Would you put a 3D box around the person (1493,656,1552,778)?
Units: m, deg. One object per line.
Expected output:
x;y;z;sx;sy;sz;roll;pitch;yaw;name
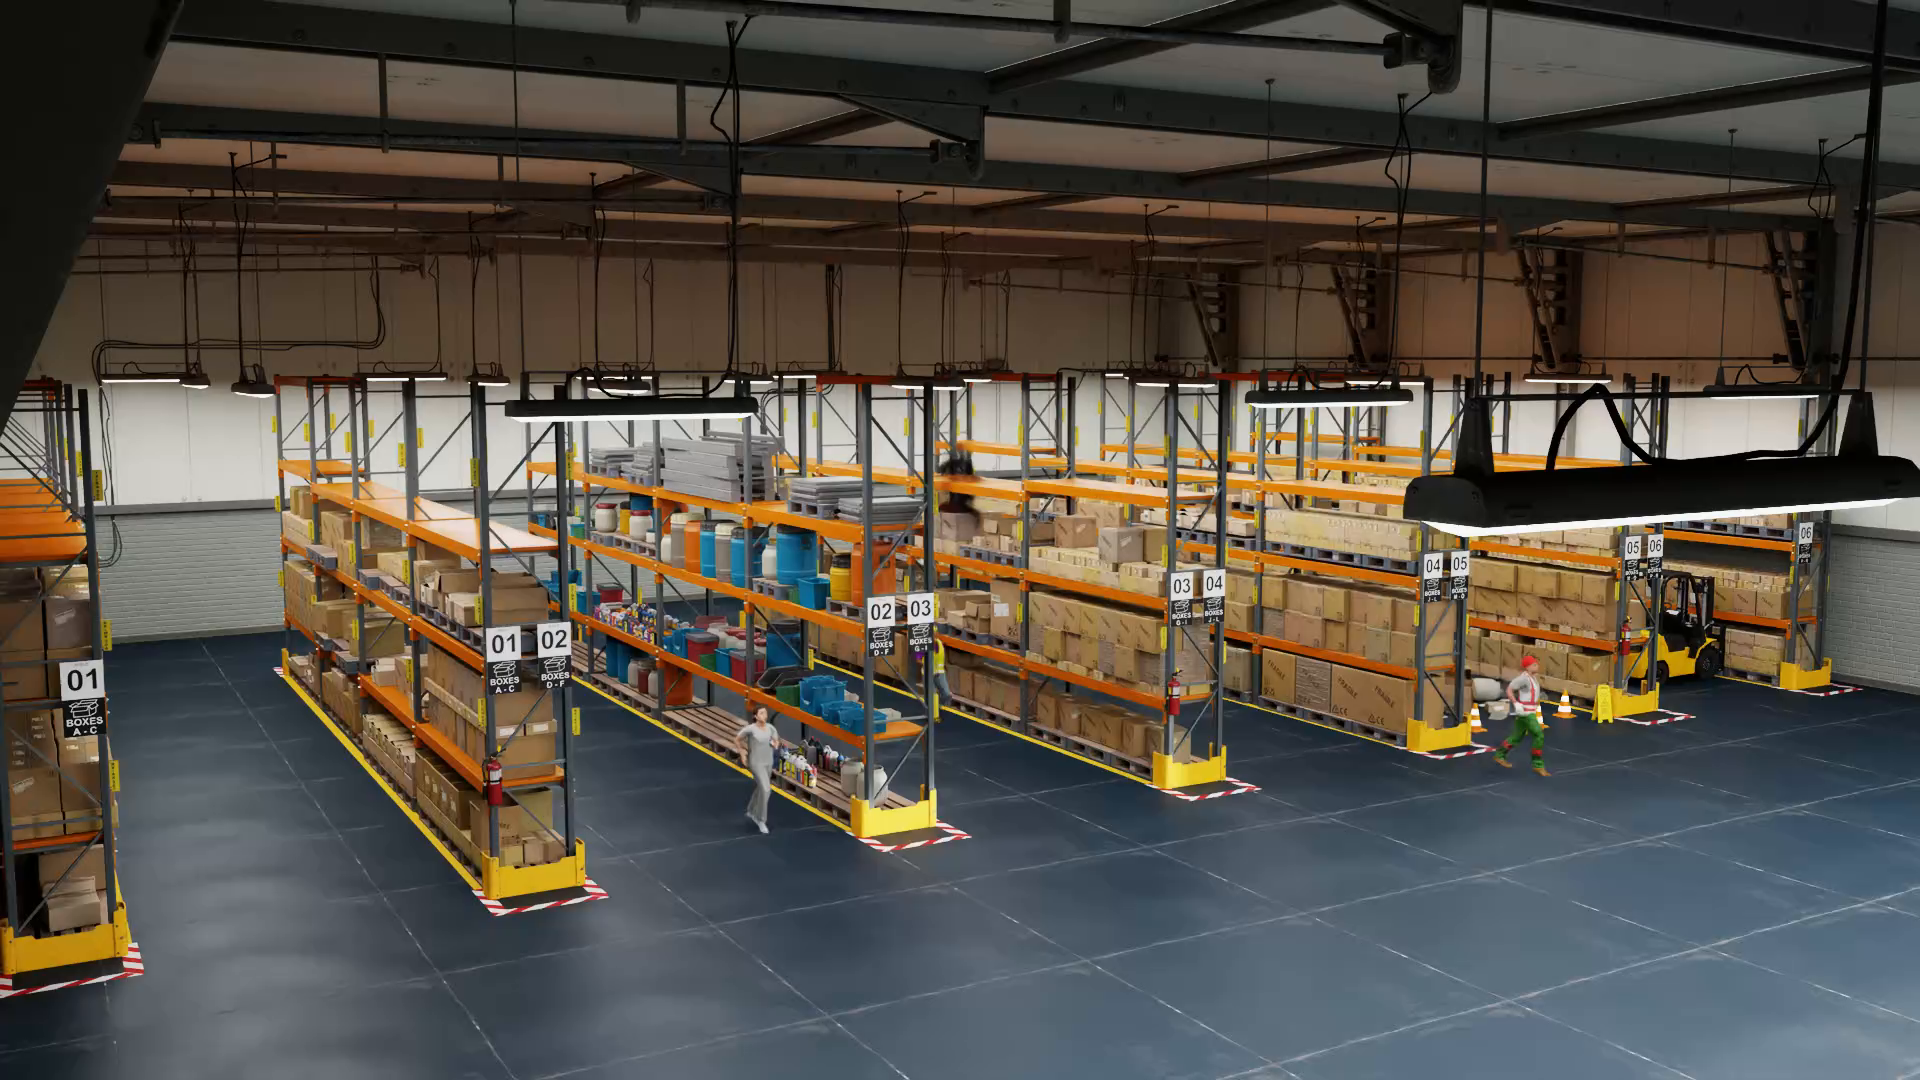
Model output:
8.604;2.658;25.351;0.873;1.817;0.658;3;7;23;person

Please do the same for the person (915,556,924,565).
-1.082;1.010;41.599;0.548;1.589;0.615;6;9;44;person

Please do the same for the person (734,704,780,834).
-2.687;3.059;22.357;0.531;1.720;0.738;-6;9;-44;person

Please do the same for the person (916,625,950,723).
-0.425;2.324;28.702;0.681;1.745;0.621;-4;7;-32;person
